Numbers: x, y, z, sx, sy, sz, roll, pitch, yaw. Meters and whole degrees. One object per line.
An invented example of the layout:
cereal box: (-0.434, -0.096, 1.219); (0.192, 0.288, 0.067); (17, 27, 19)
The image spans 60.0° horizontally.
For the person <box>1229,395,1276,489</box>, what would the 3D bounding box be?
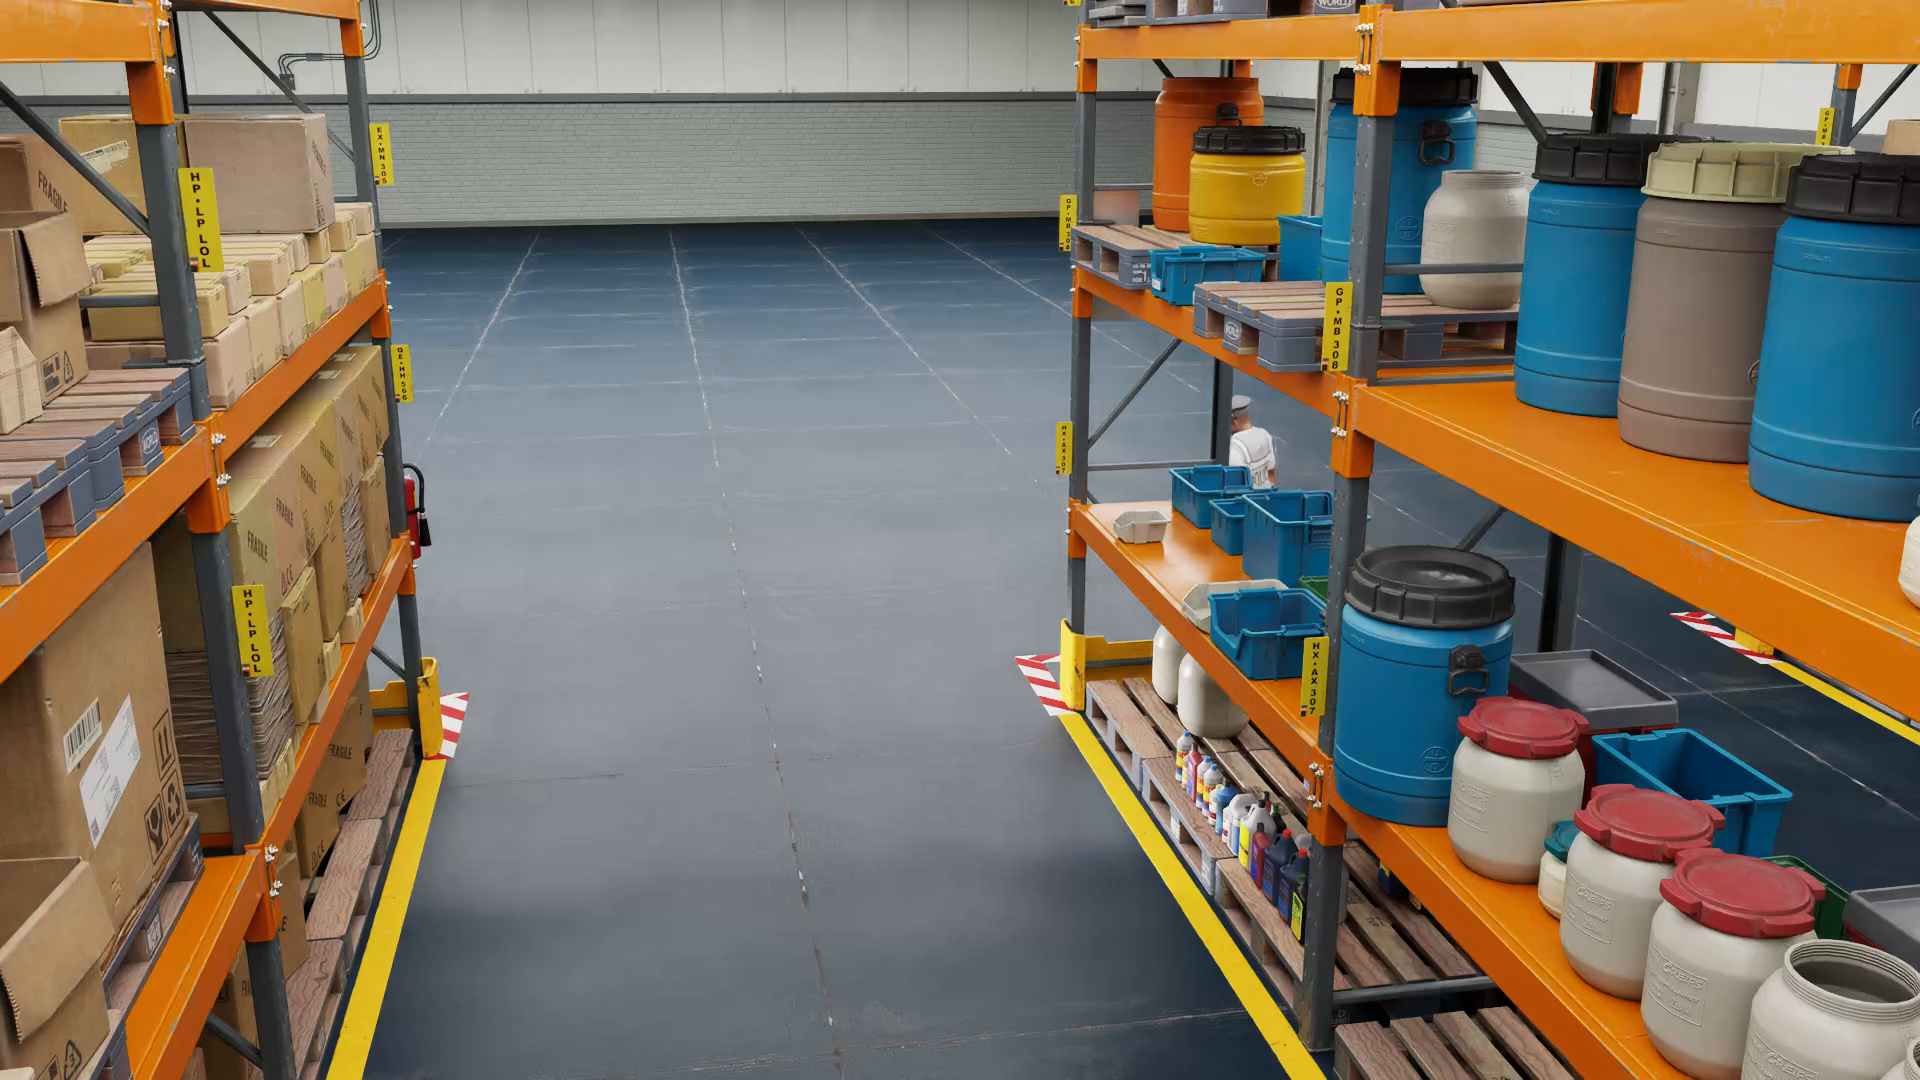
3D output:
person: (1.991, -0.144, 11.491); (0.492, 1.724, 0.641); (10, 19, 30)
